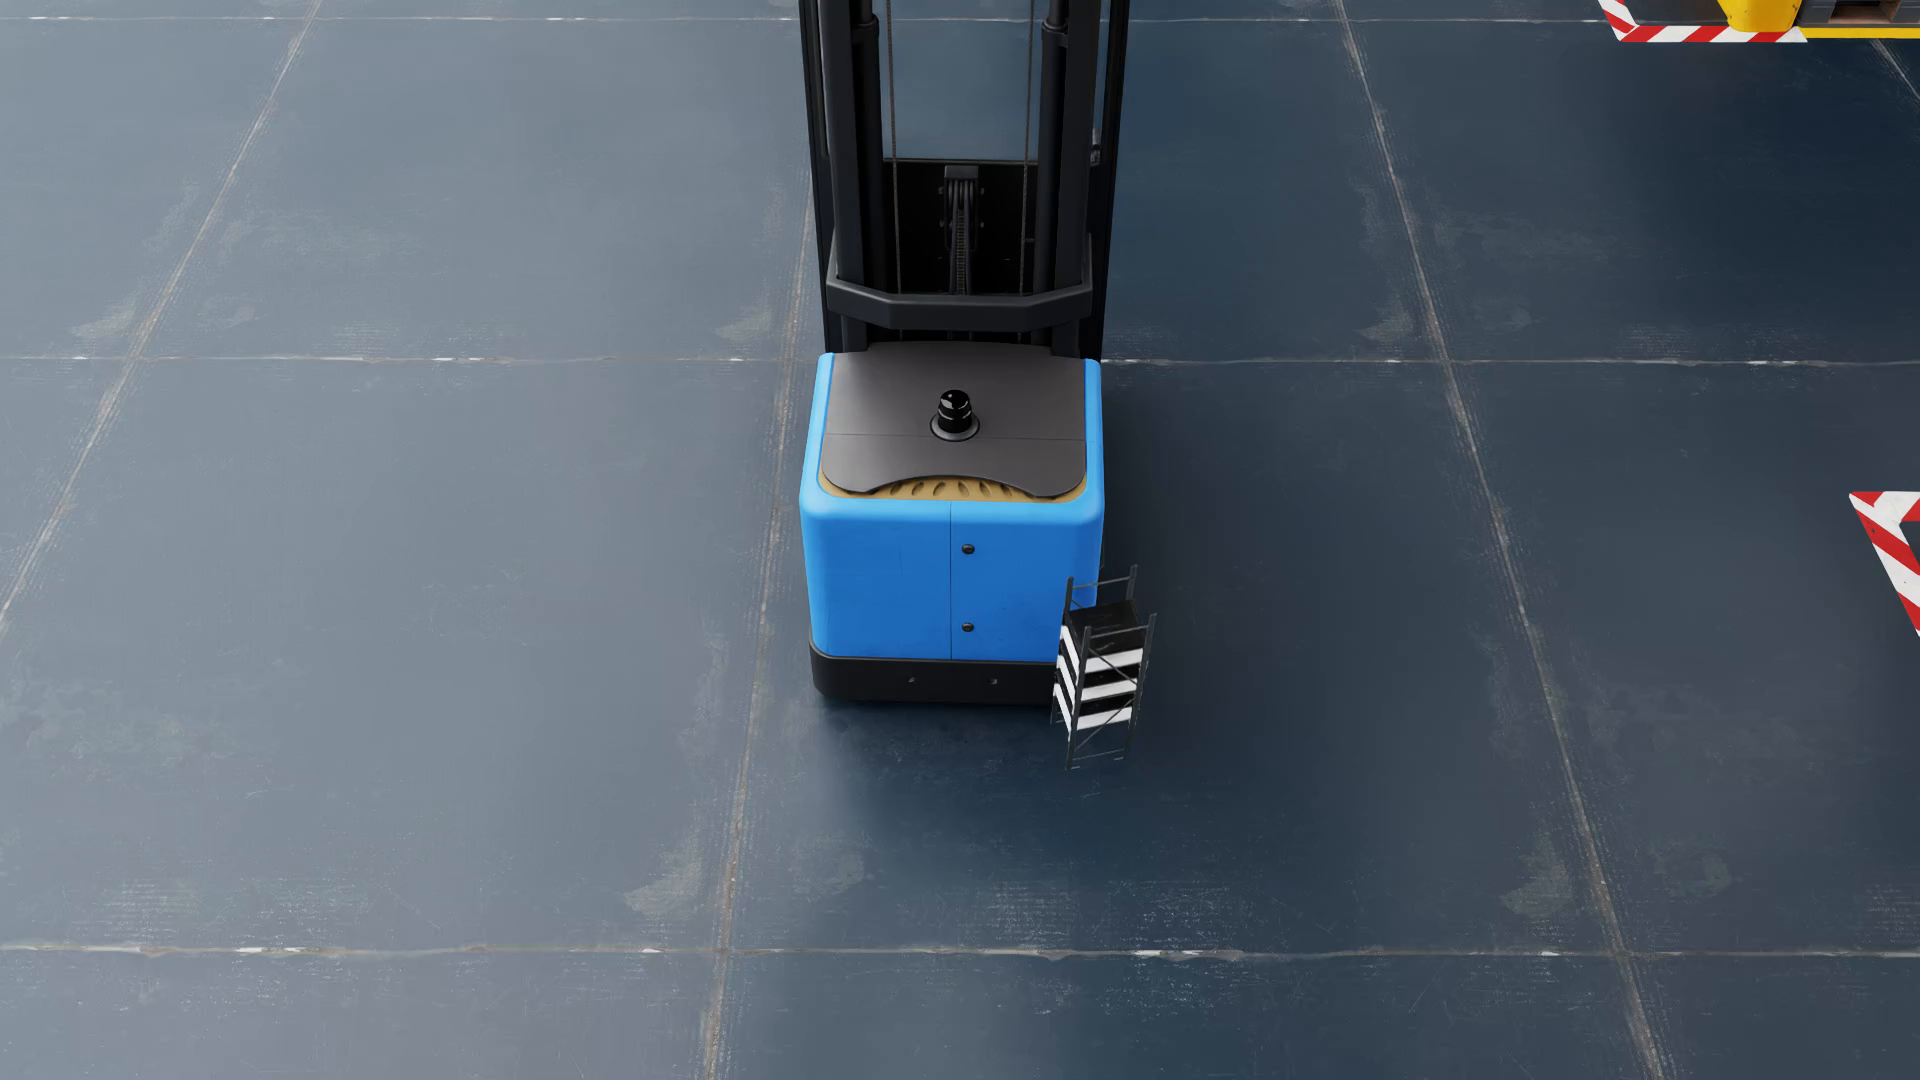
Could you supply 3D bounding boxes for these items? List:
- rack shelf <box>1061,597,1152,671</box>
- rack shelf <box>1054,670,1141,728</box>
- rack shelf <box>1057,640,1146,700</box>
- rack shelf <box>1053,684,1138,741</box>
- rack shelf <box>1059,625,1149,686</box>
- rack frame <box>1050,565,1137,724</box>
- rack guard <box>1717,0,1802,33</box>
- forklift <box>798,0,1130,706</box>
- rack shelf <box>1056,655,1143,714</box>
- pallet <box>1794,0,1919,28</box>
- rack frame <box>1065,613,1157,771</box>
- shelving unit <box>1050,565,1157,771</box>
[{"bbox_3d":[0.490,0.314,5.591,0.258,0.077,0.200,-10,53,-9],"label":"rack shelf"},{"bbox_3d":[0.483,0.537,5.874,0.258,0.077,0.200,-10,53,-9],"label":"rack shelf"},{"bbox_3d":[0.487,0.426,5.732,0.258,0.077,0.200,-10,53,-9],"label":"rack shelf"},{"bbox_3d":[0.481,0.592,5.945,0.258,0.077,0.200,-10,53,-9],"label":"rack shelf"},{"bbox_3d":[0.488,0.370,5.662,0.258,0.077,0.200,-10,53,-9],"label":"rack shelf"},{"bbox_3d":[0.461,0.383,5.838,0.240,0.900,0.006,-10,53,-9],"label":"rack frame"},{"bbox_3d":[4.617,-3.512,9.758,0.348,0.500,1.175,0,47,0],"label":"rack guard"},{"bbox_3d":[0.022,-1.454,6.182,1.130,2.935,3.031,1,47,1],"label":"forklift"},{"bbox_3d":[0.485,0.481,5.803,0.258,0.077,0.200,-10,53,-9],"label":"rack shelf"},{"bbox_3d":[5.429,-3.385,9.838,1.213,0.211,1.003,0,47,0],"label":"pallet"},{"bbox_3d":[0.510,0.539,5.716,0.240,0.900,0.006,-10,53,-9],"label":"rack frame"},{"bbox_3d":[0.485,0.461,5.777,0.258,0.900,0.210,-10,53,-9],"label":"shelving unit"}]
